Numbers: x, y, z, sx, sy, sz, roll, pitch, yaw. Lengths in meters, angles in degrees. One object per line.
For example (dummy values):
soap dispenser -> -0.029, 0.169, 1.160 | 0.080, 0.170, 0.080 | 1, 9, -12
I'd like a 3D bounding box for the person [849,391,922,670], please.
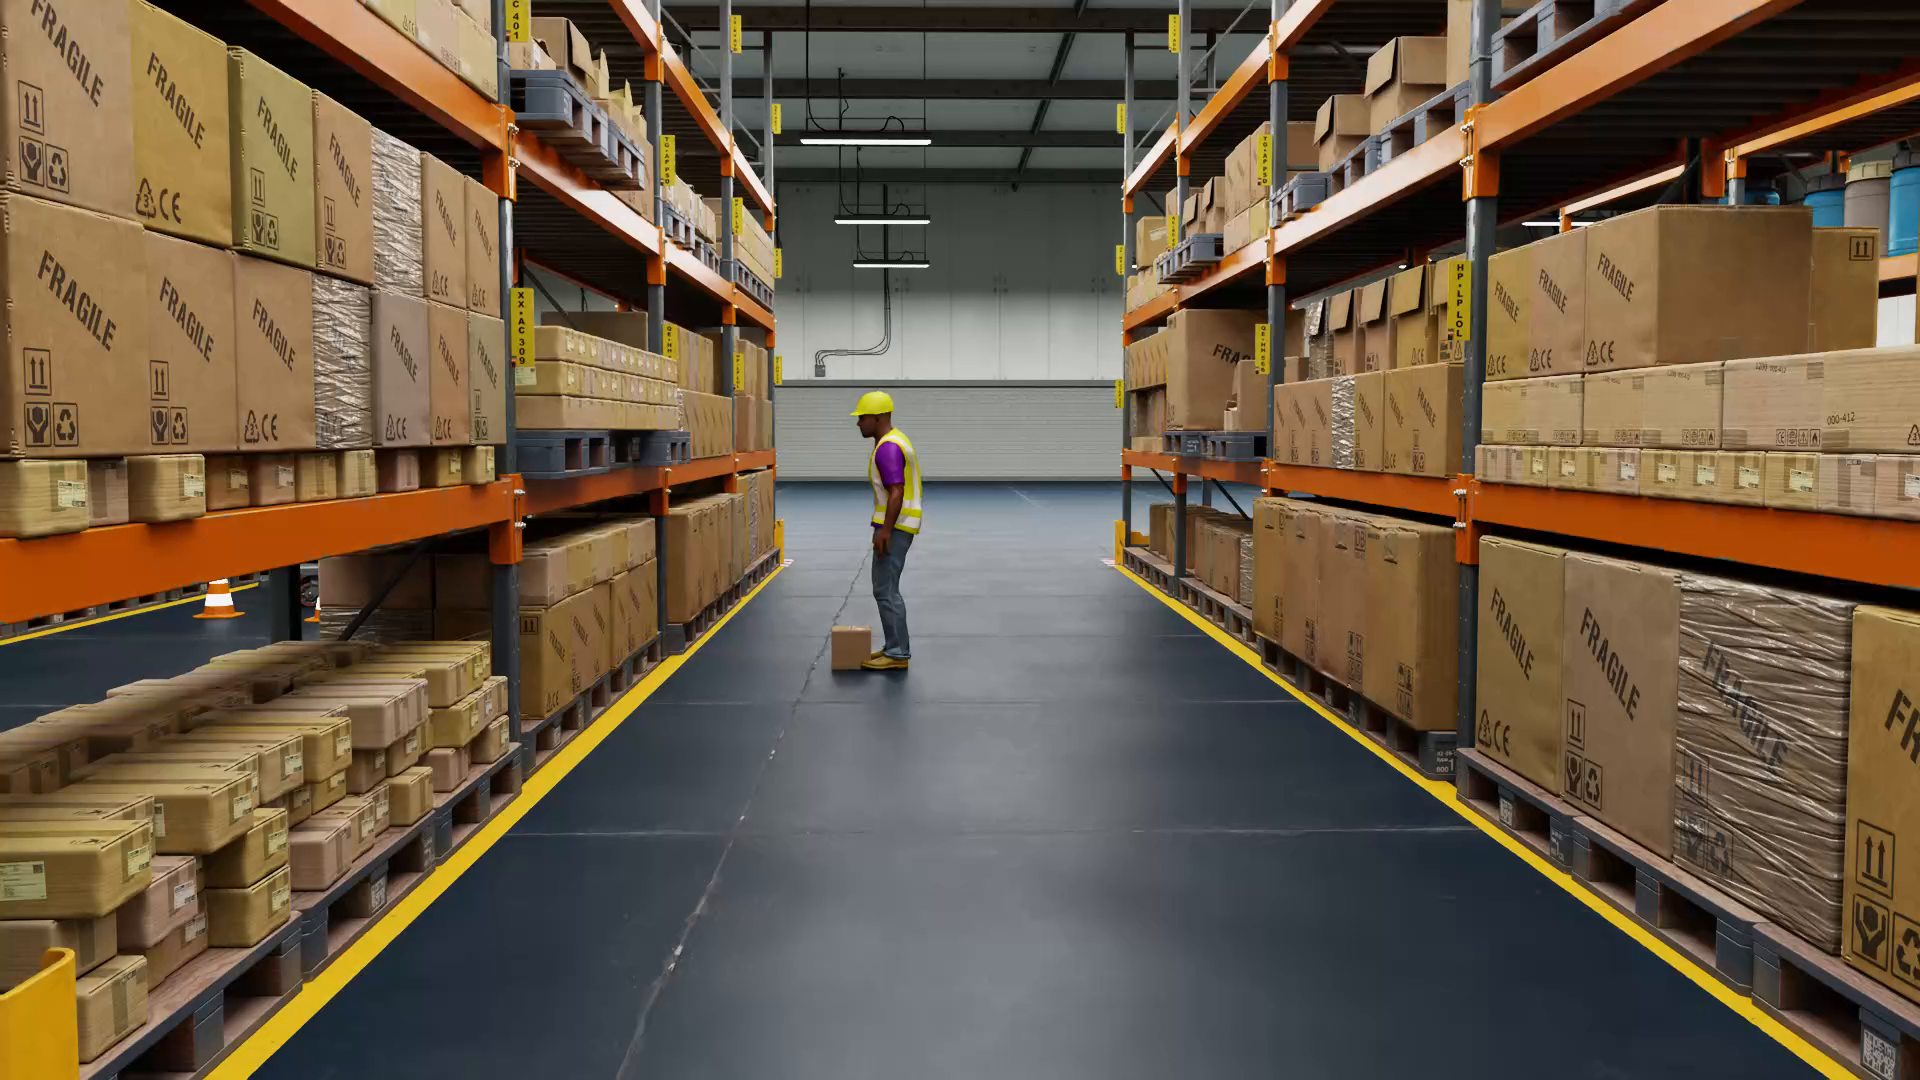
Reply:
person -> -0.471, -0.065, 10.598 | 0.463, 1.760, 0.634 | 0, 4, -2
